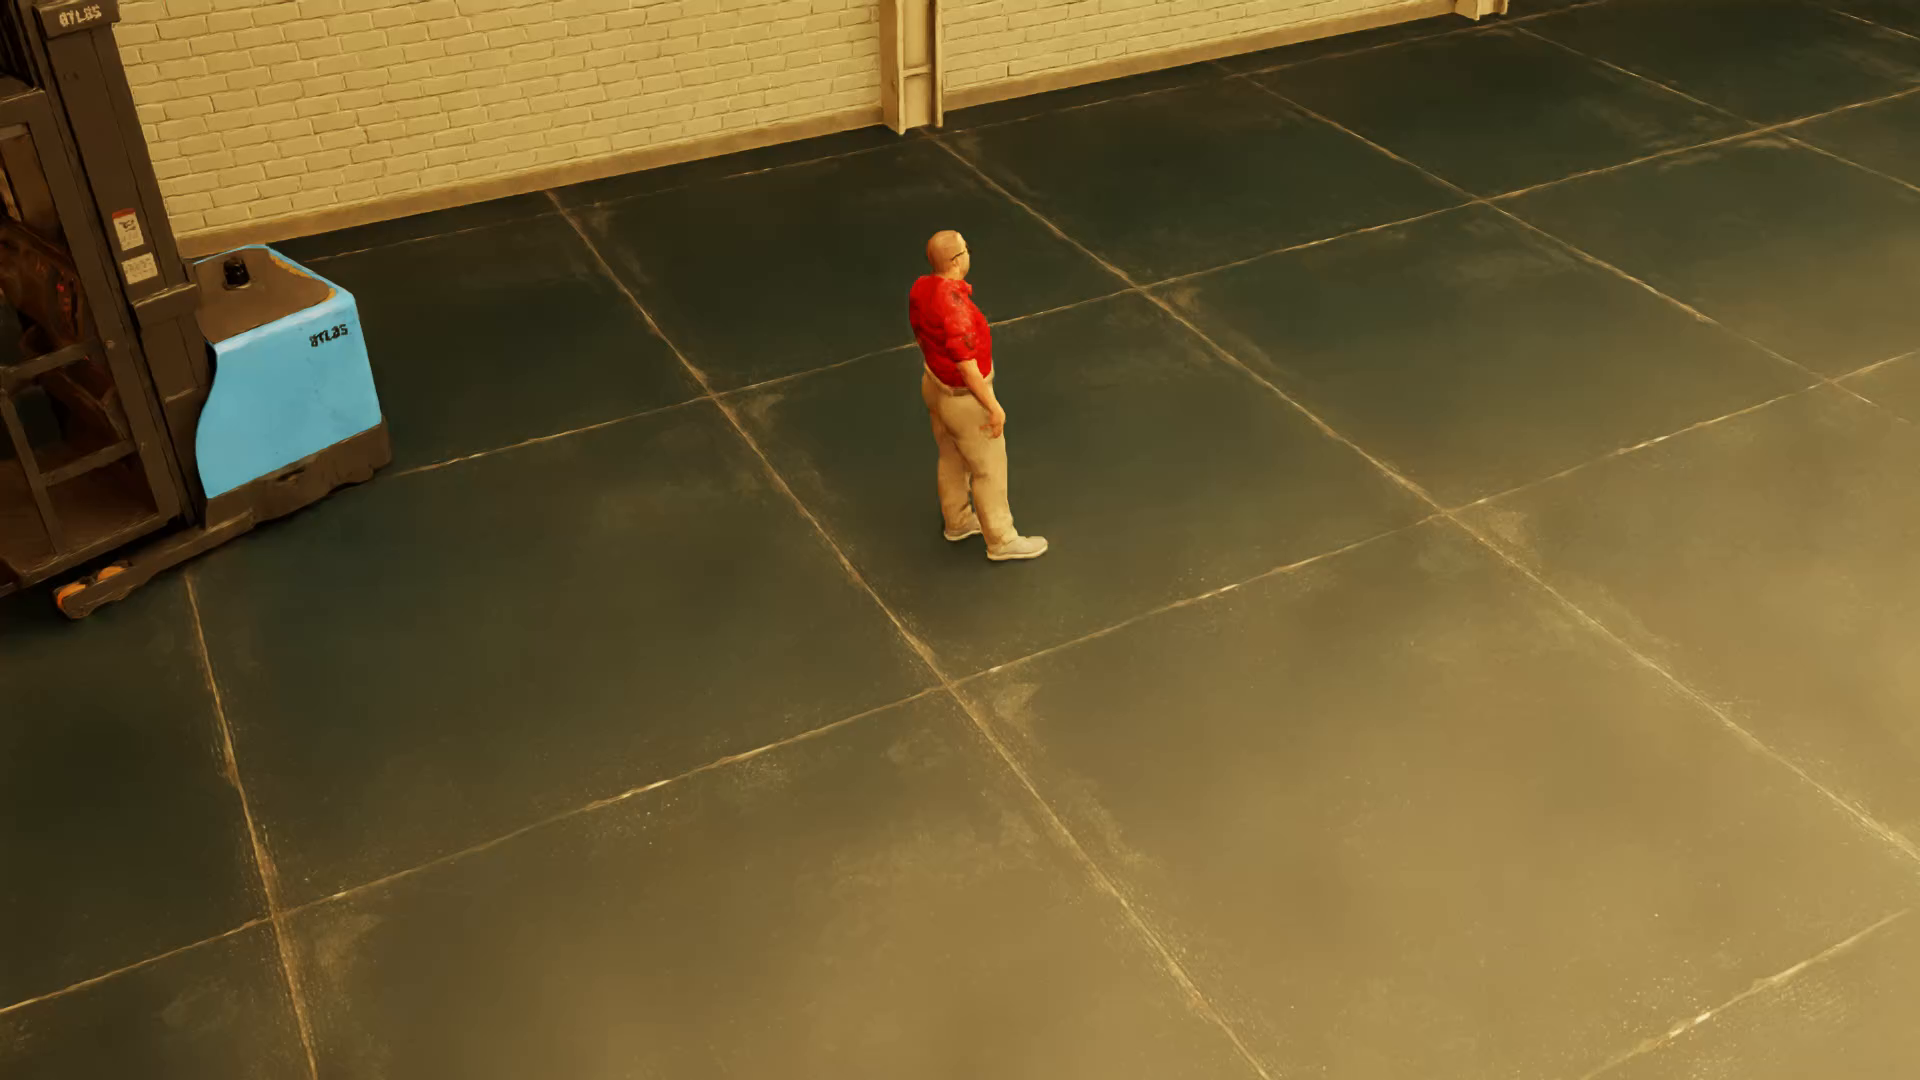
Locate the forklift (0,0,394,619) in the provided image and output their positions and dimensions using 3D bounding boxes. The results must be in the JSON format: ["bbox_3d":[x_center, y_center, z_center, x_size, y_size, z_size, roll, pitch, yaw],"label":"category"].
[{"bbox_3d":[-4.488,-1.148,7.748,1.130,2.935,3.031,27,44,33],"label":"forklift"}]

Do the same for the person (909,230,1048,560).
[{"bbox_3d":[0.085,-0.730,8.185,0.550,1.727,0.640,-17,39,-23],"label":"person"}]
